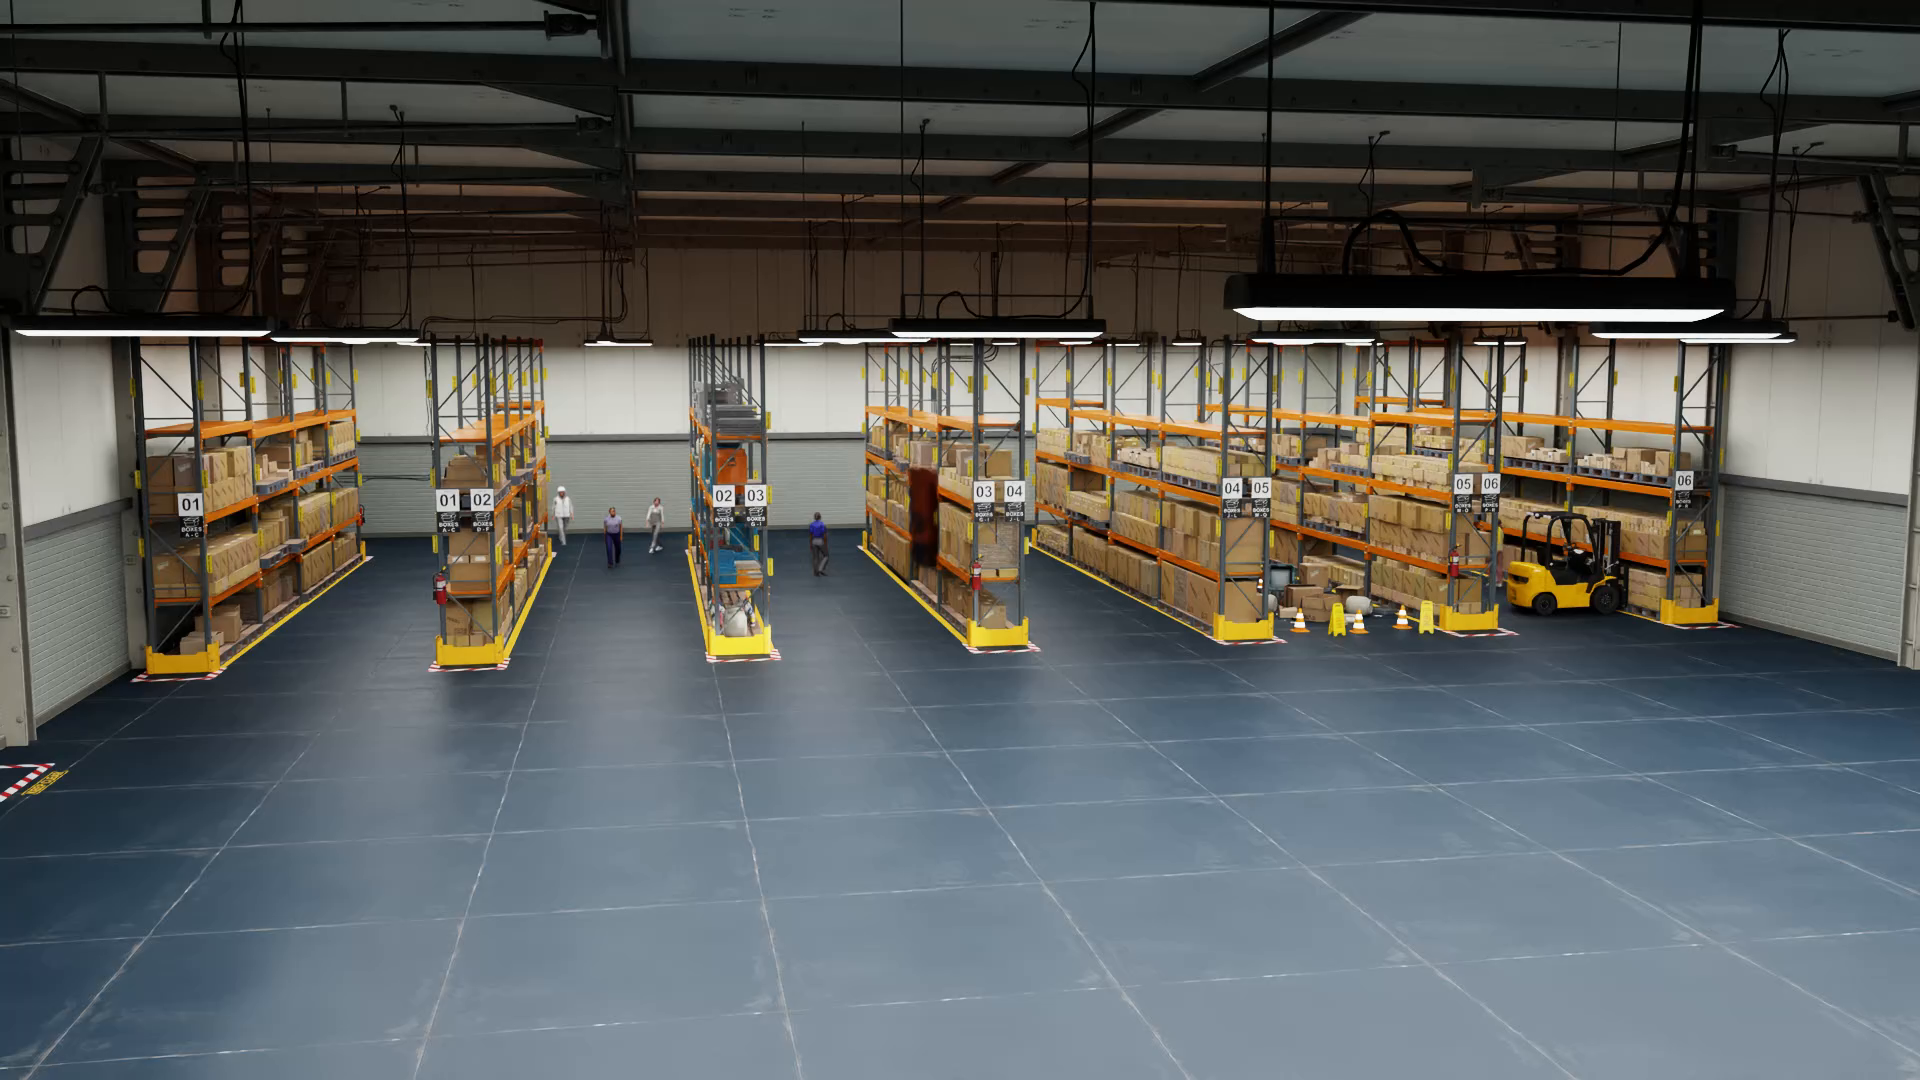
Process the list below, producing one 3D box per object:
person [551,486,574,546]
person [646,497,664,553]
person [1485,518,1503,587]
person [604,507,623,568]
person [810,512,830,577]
[{"bbox_3d":[-11.604,-0.709,48.582,0.602,1.715,1.078,-4,8,-29],"label":"person"},{"bbox_3d":[-8.607,-0.431,46.876,0.428,1.525,0.924,2,7,15],"label":"person"},{"bbox_3d":[12.955,0.309,40.112,0.448,1.690,0.486,-3,7,-27],"label":"person"},{"bbox_3d":[-9.122,-0.095,43.745,0.485,1.601,0.857,-1,7,-13],"label":"person"},{"bbox_3d":[-3.559,0.122,41.741,0.489,1.658,0.459,2,7,20],"label":"person"}]
